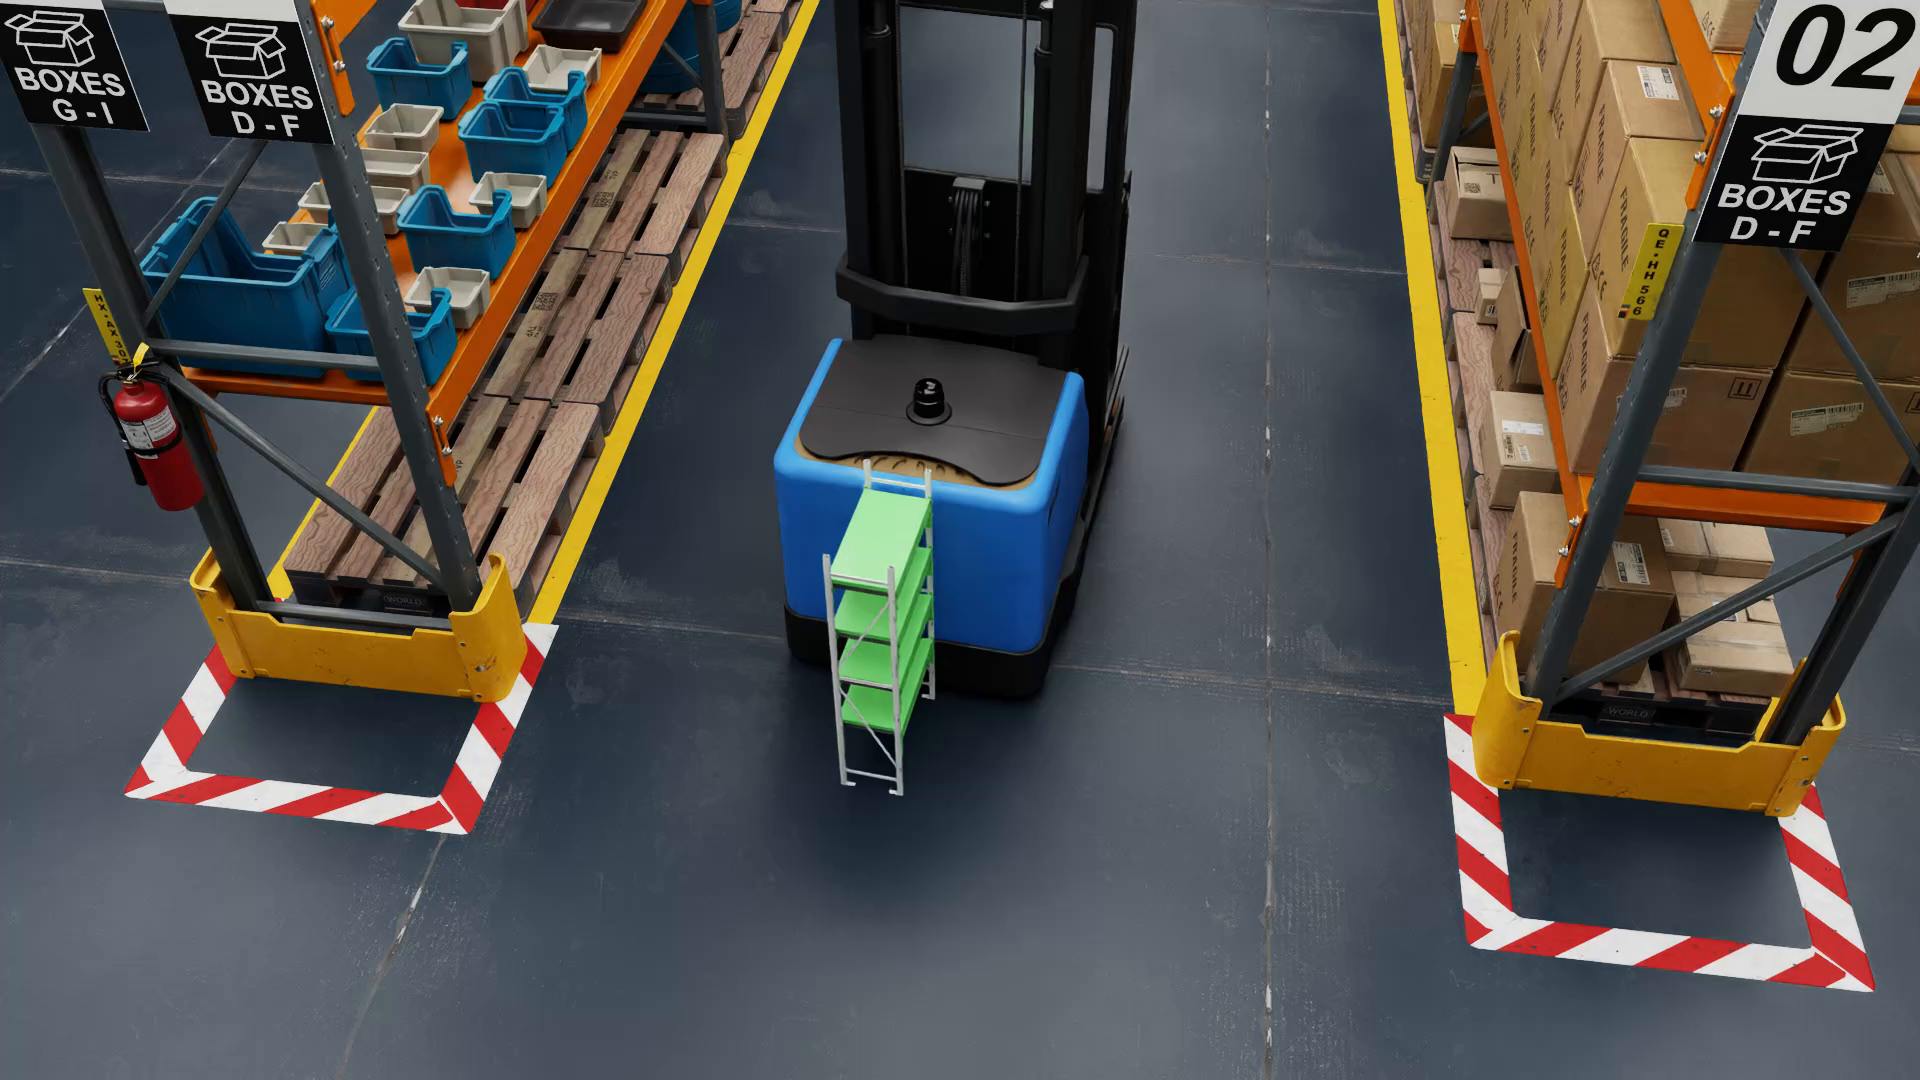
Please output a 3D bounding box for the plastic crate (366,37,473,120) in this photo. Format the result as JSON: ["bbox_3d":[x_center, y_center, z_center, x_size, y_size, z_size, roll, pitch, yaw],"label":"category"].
[{"bbox_3d":[-2.347,-2.011,7.270,0.416,0.233,0.300,5,44,6],"label":"plastic crate"}]

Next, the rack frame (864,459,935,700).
[{"bbox_3d":[-0.217,0.175,6.188,0.240,1.200,0.015,9,45,10],"label":"rack frame"}]

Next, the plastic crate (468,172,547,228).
[{"bbox_3d":[-1.791,-1.365,6.658,0.250,0.136,0.298,5,44,6],"label":"plastic crate"}]

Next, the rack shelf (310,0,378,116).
[{"bbox_3d":[-2.100,-2.818,6.386,1.077,0.370,4.000,5,44,6],"label":"rack shelf"}]

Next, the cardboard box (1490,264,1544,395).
[{"bbox_3d":[2.831,-0.873,7.486,0.797,0.503,0.637,5,44,6],"label":"cardboard box"}]

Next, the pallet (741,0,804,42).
[{"bbox_3d":[-1.533,-3.696,11.000,1.003,0.211,1.213,5,44,6],"label":"pallet"}]

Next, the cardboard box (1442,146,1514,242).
[{"bbox_3d":[2.804,-1.817,8.623,0.500,0.311,0.500,5,44,6],"label":"cardboard box"}]

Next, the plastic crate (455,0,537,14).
[{"bbox_3d":[-2.202,-2.812,7.948,0.402,0.464,0.583,5,44,6],"label":"plastic crate"}]

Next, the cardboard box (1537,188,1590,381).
[{"bbox_3d":[2.400,-0.894,5.940,0.500,0.500,0.500,6,44,6],"label":"cardboard box"}]

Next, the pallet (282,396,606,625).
[{"bbox_3d":[-2.216,-0.173,7.279,1.003,0.211,1.213,5,44,6],"label":"pallet"}]

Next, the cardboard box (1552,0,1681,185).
[{"bbox_3d":[2.462,-1.600,5.958,0.500,0.500,0.500,6,44,7],"label":"cardboard box"}]

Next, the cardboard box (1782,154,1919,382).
[{"bbox_3d":[2.865,-0.852,5.168,0.500,0.500,0.500,6,44,7],"label":"cardboard box"}]

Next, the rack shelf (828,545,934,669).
[{"bbox_3d":[-0.274,0.212,5.895,0.258,0.148,0.480,9,45,10],"label":"rack shelf"}]

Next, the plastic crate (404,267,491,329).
[{"bbox_3d":[-1.880,-0.902,6.169,0.250,0.136,0.298,5,44,6],"label":"plastic crate"}]

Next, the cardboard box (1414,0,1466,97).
[{"bbox_3d":[2.929,-2.851,9.577,0.500,0.500,0.500,5,44,6],"label":"cardboard box"}]

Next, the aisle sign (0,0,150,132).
[{"bbox_3d":[-2.664,-1.548,4.813,0.394,0.787,0.004,5,44,6],"label":"aisle sign"}]

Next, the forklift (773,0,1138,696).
[{"bbox_3d":[0.145,-1.481,6.683,1.130,2.935,3.031,9,44,10],"label":"forklift"}]

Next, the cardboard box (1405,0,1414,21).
[{"bbox_3d":[3.061,-3.539,10.304,0.500,0.500,0.500,4,44,4],"label":"cardboard box"}]

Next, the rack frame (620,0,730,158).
[{"bbox_3d":[-1.835,-3.353,8.609,1.000,3.000,0.127,5,44,6],"label":"rack frame"}]

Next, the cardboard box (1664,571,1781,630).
[{"bbox_3d":[2.975,0.270,6.523,0.380,0.166,0.250,5,44,6],"label":"cardboard box"}]

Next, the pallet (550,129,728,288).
[{"bbox_3d":[-1.894,-1.836,9.035,1.003,0.211,1.213,5,44,6],"label":"pallet"}]

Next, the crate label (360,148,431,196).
[{"bbox_3d":[-2.370,-1.513,6.815,0.396,0.136,0.243,5,44,6],"label":"crate label"}]

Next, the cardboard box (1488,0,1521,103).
[{"bbox_3d":[2.672,-2.265,7.387,0.500,0.500,0.500,6,44,6],"label":"cardboard box"}]

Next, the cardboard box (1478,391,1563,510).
[{"bbox_3d":[2.529,-0.373,7.142,0.500,0.250,0.500,5,44,6],"label":"cardboard box"}]

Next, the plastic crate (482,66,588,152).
[{"bbox_3d":[-1.791,-1.828,7.077,0.416,0.233,0.300,5,44,6],"label":"plastic crate"}]

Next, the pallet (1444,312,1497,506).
[{"bbox_3d":[2.824,-0.586,7.715,1.003,0.211,1.213,5,44,6],"label":"pallet"}]

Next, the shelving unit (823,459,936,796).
[{"bbox_3d":[-0.274,0.339,6.017,0.258,1.200,0.503,9,45,10],"label":"shelving unit"}]

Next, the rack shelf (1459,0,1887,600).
[{"bbox_3d":[2.810,-1.276,6.939,1.077,0.370,4.000,5,44,6],"label":"rack shelf"}]

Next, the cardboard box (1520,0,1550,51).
[{"bbox_3d":[2.597,-2.302,6.700,0.500,0.500,0.500,4,44,4],"label":"cardboard box"}]

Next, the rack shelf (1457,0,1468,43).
[{"bbox_3d":[3.339,-4.002,9.818,1.077,0.370,4.000,5,44,6],"label":"rack shelf"}]

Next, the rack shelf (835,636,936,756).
[{"bbox_3d":[-0.273,0.559,6.227,0.258,0.148,0.480,9,45,10],"label":"rack shelf"}]

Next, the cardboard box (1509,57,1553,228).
[{"bbox_3d":[2.538,-1.577,6.661,0.500,0.500,0.500,5,44,5],"label":"cardboard box"}]

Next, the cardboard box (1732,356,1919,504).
[{"bbox_3d":[2.865,-0.489,5.512,0.500,0.500,0.500,6,44,6],"label":"cardboard box"}]

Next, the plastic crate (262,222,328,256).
[{"bbox_3d":[-2.436,-1.125,6.405,0.396,0.136,0.243,5,44,6],"label":"plastic crate"}]

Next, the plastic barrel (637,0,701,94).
[{"bbox_3d":[-1.746,-3.113,9.576,0.600,0.901,0.708,5,44,6],"label":"plastic barrel"}]

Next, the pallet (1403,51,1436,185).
[{"bbox_3d":[3.144,-2.445,9.679,1.003,0.211,1.213,5,44,6],"label":"pallet"}]

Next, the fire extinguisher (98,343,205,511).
[{"bbox_3d":[-2.834,-0.402,5.820,0.296,0.674,0.183,5,44,6],"label":"fire extinguisher"}]

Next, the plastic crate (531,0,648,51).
[{"bbox_3d":[-1.717,-2.488,7.852,0.437,0.125,0.590,5,44,6],"label":"plastic crate"}]

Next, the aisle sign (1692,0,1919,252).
[{"bbox_3d":[2.233,-1.099,4.339,0.394,0.787,0.004,5,44,6],"label":"aisle sign"}]

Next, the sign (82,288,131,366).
[{"bbox_3d":[-2.911,-0.725,5.715,0.100,0.325,0.005,5,44,6],"label":"sign"}]

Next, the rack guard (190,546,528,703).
[{"bbox_3d":[-2.354,0.298,6.571,1.175,0.500,0.348,5,44,6],"label":"rack guard"}]

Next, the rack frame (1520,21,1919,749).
[{"bbox_3d":[2.545,-0.174,5.252,1.000,3.000,0.127,5,44,6],"label":"rack frame"}]

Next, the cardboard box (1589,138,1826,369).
[{"bbox_3d":[2.332,-0.902,5.221,0.500,0.500,0.500,5,44,5],"label":"cardboard box"}]
